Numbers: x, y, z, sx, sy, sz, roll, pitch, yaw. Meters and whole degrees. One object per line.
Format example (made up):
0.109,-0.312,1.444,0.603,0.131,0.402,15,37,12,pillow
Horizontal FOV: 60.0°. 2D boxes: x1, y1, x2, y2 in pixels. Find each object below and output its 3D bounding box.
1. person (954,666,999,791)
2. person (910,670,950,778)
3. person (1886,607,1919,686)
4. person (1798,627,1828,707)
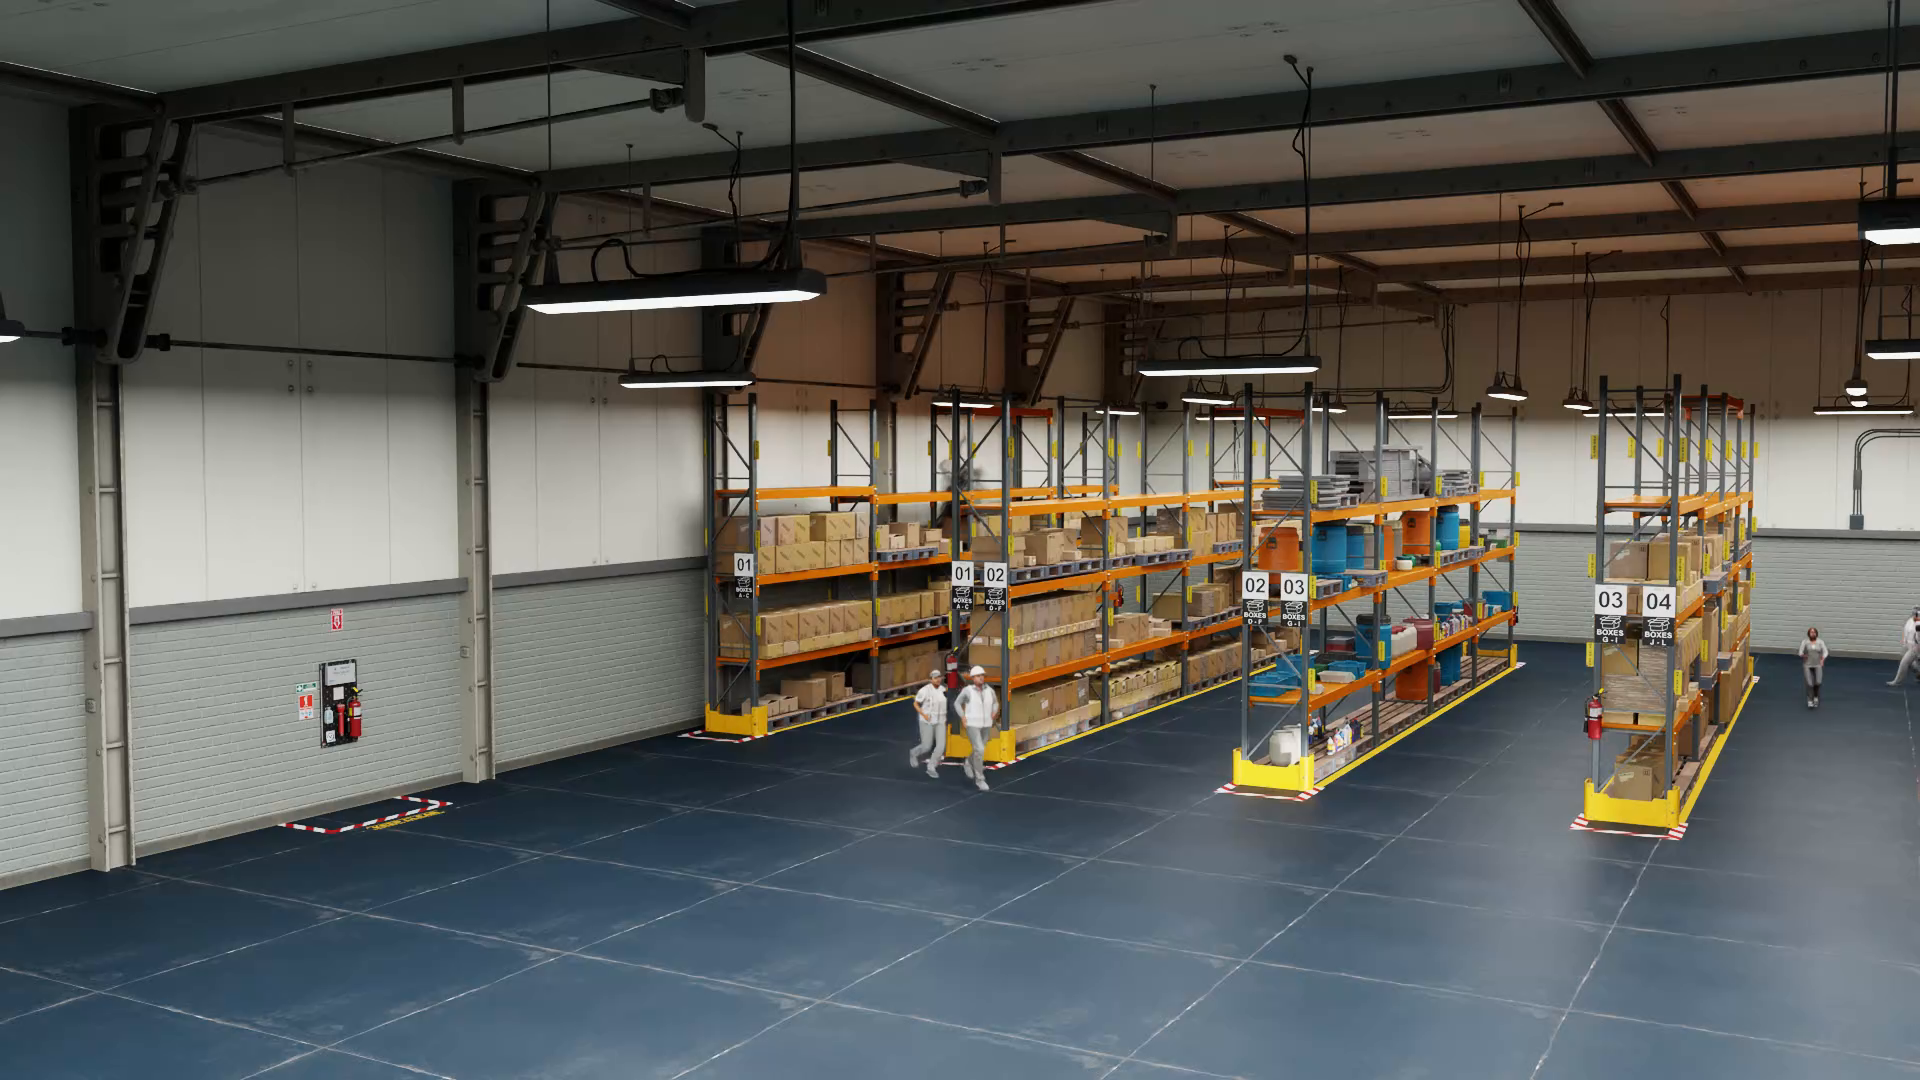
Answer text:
0.263,2.758,24.731,0.657,1.791,0.887,-2,4,-30,person
-0.429,2.822,25.685,0.634,1.622,0.622,-2,4,-31,person
20.229,2.258,35.170,0.925,1.699,0.733,-1,3,-11,person
16.513,2.470,32.183,0.522,1.559,0.555,1,3,24,person
